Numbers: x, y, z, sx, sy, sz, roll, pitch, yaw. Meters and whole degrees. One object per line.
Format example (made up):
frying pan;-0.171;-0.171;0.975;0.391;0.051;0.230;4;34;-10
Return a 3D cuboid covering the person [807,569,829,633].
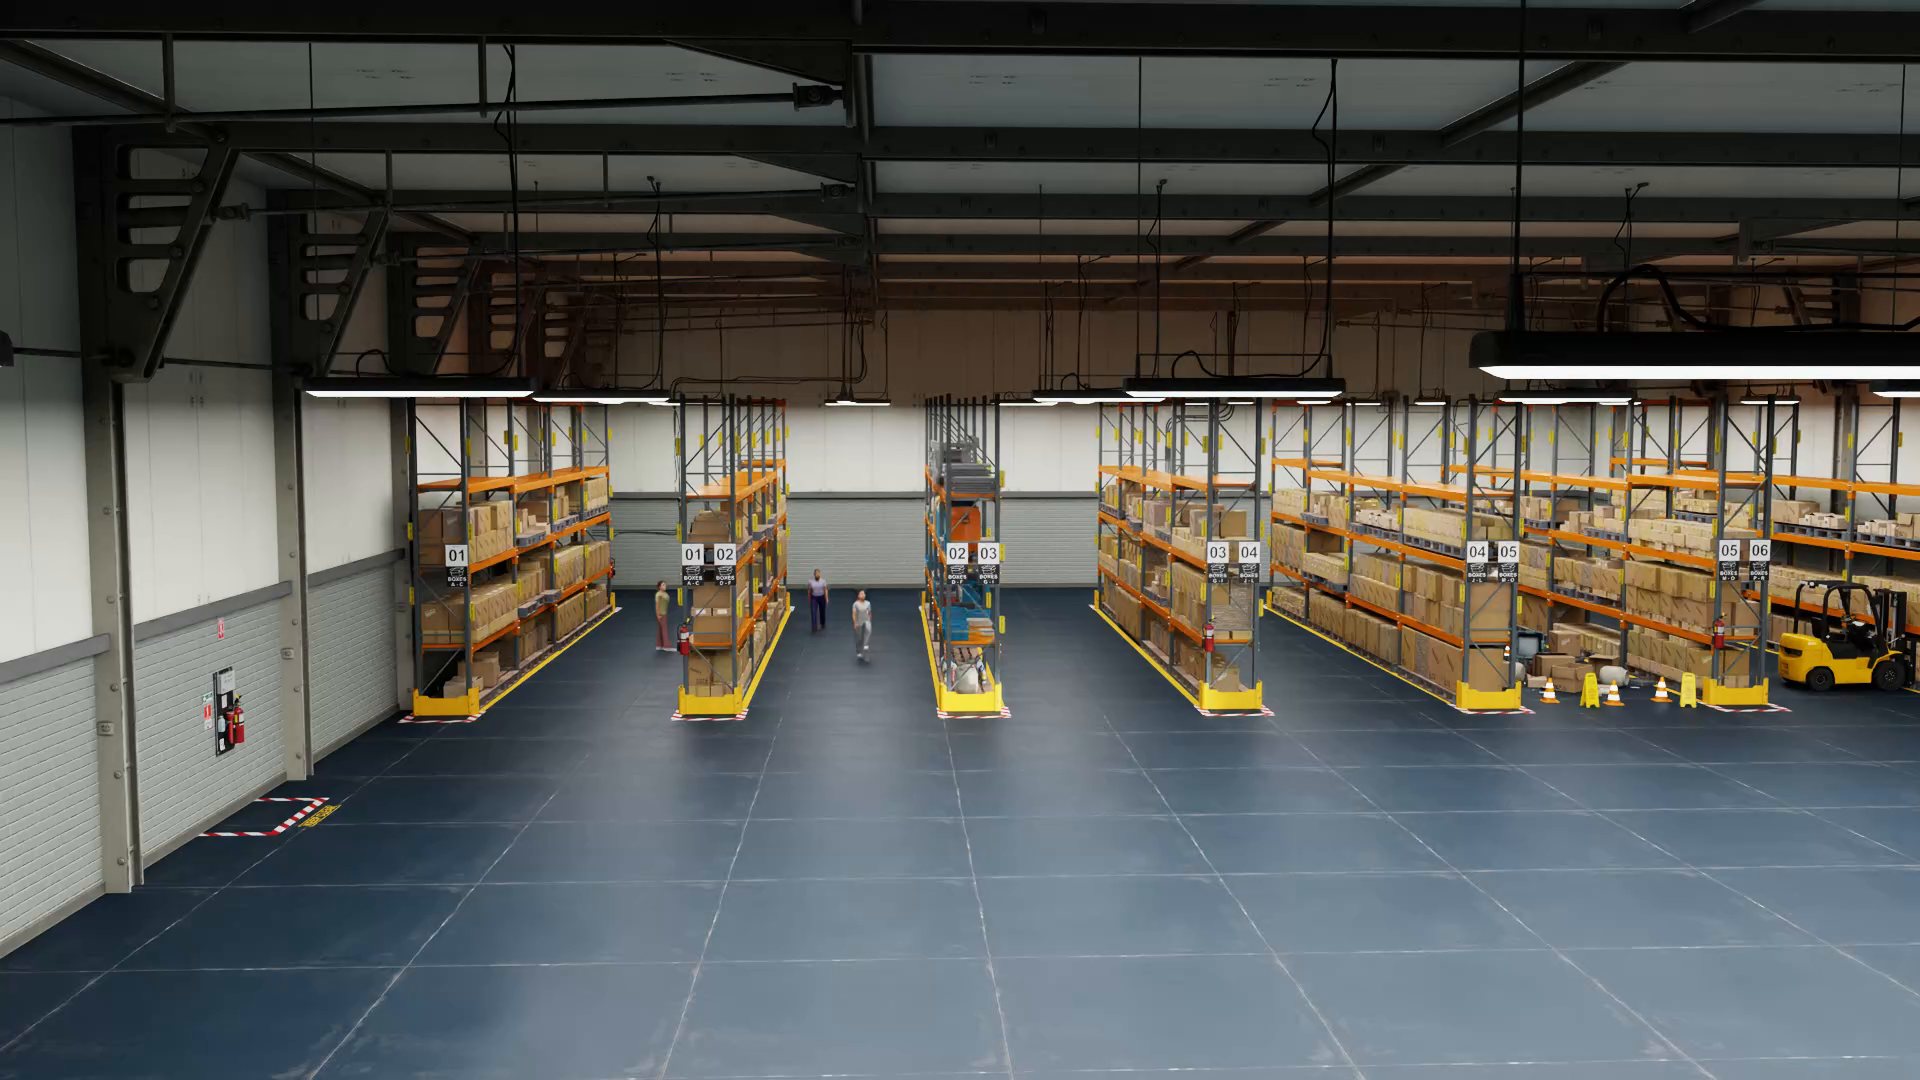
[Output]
person;-3.650;1.546;42.732;0.556;1.597;0.988;0;5;-3

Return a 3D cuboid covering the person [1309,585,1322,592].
person;10.805;0.930;50.425;0.462;1.677;0.457;0;5;-5

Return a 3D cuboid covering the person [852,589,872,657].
person;-2.227;1.911;37.726;0.448;1.582;1.042;0;5;-3

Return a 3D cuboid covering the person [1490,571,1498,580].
person;13.061;1.637;40.624;0.425;1.773;0.585;1;5;15

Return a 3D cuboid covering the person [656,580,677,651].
person;-6.930;1.786;39.306;0.563;1.669;0.487;0;5;6
